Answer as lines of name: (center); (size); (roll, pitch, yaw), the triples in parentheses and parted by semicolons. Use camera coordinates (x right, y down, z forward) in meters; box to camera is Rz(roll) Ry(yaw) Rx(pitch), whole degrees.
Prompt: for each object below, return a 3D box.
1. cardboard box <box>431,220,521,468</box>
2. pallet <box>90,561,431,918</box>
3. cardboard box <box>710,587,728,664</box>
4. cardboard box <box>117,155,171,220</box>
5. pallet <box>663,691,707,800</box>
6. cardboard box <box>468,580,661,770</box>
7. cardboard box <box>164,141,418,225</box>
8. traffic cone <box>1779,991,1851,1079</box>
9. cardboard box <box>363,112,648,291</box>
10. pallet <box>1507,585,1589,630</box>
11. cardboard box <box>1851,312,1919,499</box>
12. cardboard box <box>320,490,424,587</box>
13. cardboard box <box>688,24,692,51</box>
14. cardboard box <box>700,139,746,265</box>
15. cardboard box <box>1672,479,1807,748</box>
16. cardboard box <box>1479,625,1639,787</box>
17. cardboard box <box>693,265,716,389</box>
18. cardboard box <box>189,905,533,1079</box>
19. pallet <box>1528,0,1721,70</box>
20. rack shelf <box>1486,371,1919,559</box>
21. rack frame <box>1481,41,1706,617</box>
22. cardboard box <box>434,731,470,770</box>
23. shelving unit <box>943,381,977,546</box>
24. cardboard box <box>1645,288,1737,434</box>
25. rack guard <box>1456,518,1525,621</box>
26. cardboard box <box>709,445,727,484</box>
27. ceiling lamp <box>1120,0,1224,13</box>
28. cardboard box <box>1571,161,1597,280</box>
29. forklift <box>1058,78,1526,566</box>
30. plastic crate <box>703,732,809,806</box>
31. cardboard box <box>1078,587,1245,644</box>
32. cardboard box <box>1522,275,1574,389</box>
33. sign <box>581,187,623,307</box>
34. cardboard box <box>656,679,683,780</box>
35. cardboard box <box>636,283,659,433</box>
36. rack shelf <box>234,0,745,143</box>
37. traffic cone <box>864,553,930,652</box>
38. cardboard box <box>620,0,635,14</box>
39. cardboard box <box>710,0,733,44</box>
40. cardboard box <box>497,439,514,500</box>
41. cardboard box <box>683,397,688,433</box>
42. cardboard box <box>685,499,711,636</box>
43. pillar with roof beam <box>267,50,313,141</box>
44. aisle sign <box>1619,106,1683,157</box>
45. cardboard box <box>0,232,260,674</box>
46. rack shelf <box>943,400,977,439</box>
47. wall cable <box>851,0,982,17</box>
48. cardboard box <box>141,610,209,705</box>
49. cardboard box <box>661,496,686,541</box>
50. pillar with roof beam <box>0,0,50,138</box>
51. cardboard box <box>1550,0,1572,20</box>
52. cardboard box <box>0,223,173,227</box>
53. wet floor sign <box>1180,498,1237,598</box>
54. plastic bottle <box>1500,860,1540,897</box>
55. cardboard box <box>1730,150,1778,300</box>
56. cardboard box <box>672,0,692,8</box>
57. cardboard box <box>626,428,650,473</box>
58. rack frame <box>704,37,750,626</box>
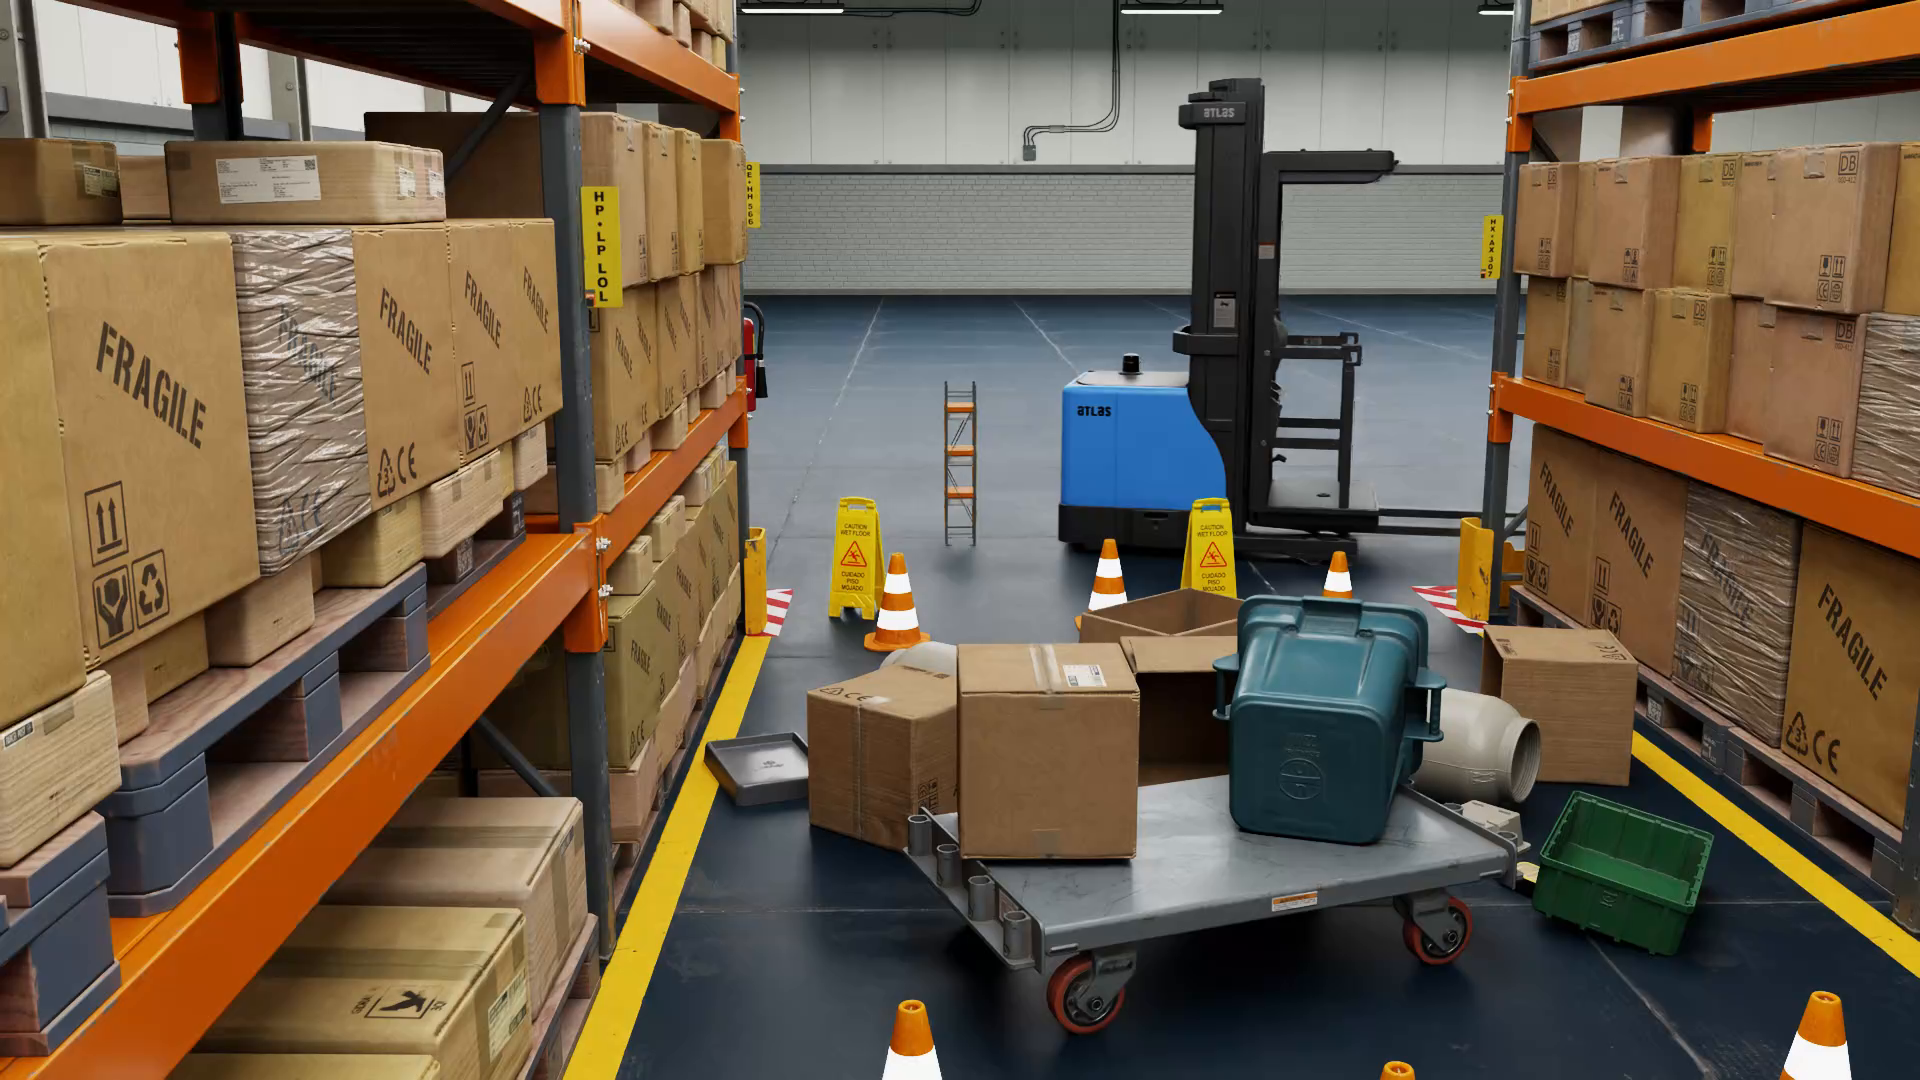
cardboard box: (-1.284, -0.442, 3.638); (0.500, 0.500, 0.500); (0, 11, -1)
pallet: (-1.534, 0.265, 2.691); (1.003, 0.211, 1.213); (0, 11, -1)
cardboard box: (-1.329, 0.378, 7.509); (0.500, 0.250, 0.500); (0, 11, -1)
cardboard box: (-1.879, -0.854, 4.039); (0.380, 0.149, 0.250); (0, 11, -1)
pallet: (-1.612, 0.759, 6.786); (1.003, 0.211, 1.213); (0, 11, -1)
cardboard box: (-1.277, 0.425, 5.393); (0.500, 0.500, 0.500); (0, 11, 2)
cardboard box: (-1.243, -0.667, 3.116); (0.380, 0.149, 0.250); (-1, 11, -4)
traffic cone: (1.930, 1.245, 3.760); (0.336, 0.463, 0.334); (0, 11, -1)
cardboard box: (-1.327, -1.004, 4.949); (0.700, 0.500, 0.500); (0, 11, -2)
pallet: (3.424, 0.459, 8.267); (1.003, 0.211, 1.213); (0, 11, -1)
cardboard box: (3.392, -0.418, 5.198); (0.875, 0.550, 0.550); (0, 11, -1)
cardboard box: (-1.242, -0.010, 3.138); (0.380, 0.149, 0.250); (0, 11, -1)
cardboard box: (-1.330, -2.101, 6.958); (0.380, 0.149, 0.250); (0, 11, -2)
cardboard box: (-1.272, -1.409, 6.943); (0.700, 0.500, 0.500); (0, 11, -2)
cardboard box: (3.447, 0.260, 6.522); (0.875, 0.875, 0.875); (0, 11, -1)
cardboard box: (2.354, 0.648, 6.601); (0.500, 0.500, 0.500); (2, 12, 9)
cardboard box: (-1.318, -0.915, 7.025); (0.500, 0.500, 0.500); (0, 11, -1)
cardboard box: (-1.503, 1.098, 3.654); (0.950, 0.372, 0.625); (0, 11, 2)
pallet: (3.355, -2.346, 7.755); (1.003, 0.211, 1.213); (0, 11, -1)
rack shelf: (3.371, -0.316, 6.883); (1.077, 0.370, 4.000); (0, 11, -1)
rack frame: (3.329, -1.066, 8.771); (1.000, 3.000, 0.127); (0, 11, -1)
cardboard box: (-1.815, 0.427, 5.384); (0.500, 0.500, 0.500); (0, 11, -2)
shelving unit: (0.001, -0.504, 10.902); (0.215, 1.050, 0.252); (0, 11, -1)
cardboard box: (3.354, -0.740, 6.786); (0.875, 0.550, 0.500); (0, 11, -1)
rack guard: (3.329, 0.154, 9.043); (1.175, 0.500, 0.348); (0, 11, -1)
cardboard box: (-1.265, -0.339, 7.527); (0.380, 0.149, 0.250); (0, 11, 0)
ceiling lamp: (4.130, -11.909, 32.445); (2.000, 3.185, 0.800); (0, 11, -1)
cardboard box: (3.402, -1.486, 7.748); (0.875, 0.550, 0.550); (0, 11, -1)
forklift: (2.205, -1.390, 10.537); (3.031, 2.935, 1.130); (2, 12, 12)
plastic crate: (-0.747, 0.885, 6.498); (0.402, 0.080, 0.583); (-4, 12, -21)
cardboard box: (0.950, 0.536, 7.151); (0.797, 0.503, 0.637); (-10, 15, -40)
cardboard box: (3.382, -1.066, 8.394); (0.875, 0.550, 0.550); (0, 11, -1)
sign: (-0.980, -0.801, 4.552); (0.100, 0.325, 0.005); (0, 11, -1)
cardboard box: (-1.299, 0.686, 5.991); (0.500, 0.250, 0.500); (0, 11, 2)
cardboard box: (-1.299, -0.614, 5.541); (0.500, 0.500, 0.500); (0, 11, -1)
rack shelf: (-1.576, -1.746, 6.386); (1.077, 0.370, 4.000); (0, 11, -1)
traffic cone: (-0.319, 0.297, 8.429); (0.336, 0.463, 0.334); (0, 11, -1)
cardboard box: (-1.321, -1.845, 5.696); (0.380, 0.149, 0.250); (-1, 11, -3)
cardboard box: (-1.337, -2.468, 7.763); (0.500, 0.250, 0.500); (0, 11, -2)
cardboard box: (-1.260, -0.160, 3.879); (0.380, 0.149, 0.250); (-1, 11, -3)
cardboard box: (-1.271, -0.476, 6.493); (0.380, 0.149, 0.250); (0, 11, -1)
cardboard box: (-1.323, 0.110, 6.944); (0.500, 0.500, 0.500); (-1, 11, -2)
pillar with roof beam: (-3.411, -6.206, 19.016); (9.100, 9.000, 0.400); (0, 11, -1)
aisle sign: (3.628, -2.356, 8.588); (0.394, 0.787, 0.004); (0, 11, -1)
cardboard box: (-1.266, -0.136, 2.128); (0.500, 0.500, 0.500); (0, 11, 0)
rack shelf: (0.001, -0.772, 10.848); (0.215, 0.259, 0.240); (0, 11, -1)
wall cable: (-1.027, -13.564, 38.951); (3.097, 2.526, 0.112); (0, 11, -1)
cardboard box: (-1.318, 0.147, 2.366); (0.380, 0.149, 0.250); (0, 11, 1)
cardboard box: (-1.241, -0.074, 6.220); (0.380, 0.149, 0.250); (0, 11, 2)
pillar with roof beam: (-3.287, -5.013, 13.137); (9.100, 9.000, 0.400); (0, 11, -1)
cardboard box: (3.022, -2.548, 7.854); (0.380, 0.149, 0.250); (0, 11, -1)
cardboard box: (-1.804, -0.339, 3.131); (0.500, 0.500, 0.500); (0, 11, -1)
wet floor sign: (1.349, 0.090, 8.994); (0.267, 0.644, 0.232); (-2, 12, -11)
plastic bottle: (1.897, 1.120, 5.384); (0.133, 0.061, 0.283); (-7, 13, -30)
cardboard box: (3.438, -1.164, 6.160); (0.875, 0.550, 0.550); (0, 11, -1)
cardboard box: (-1.300, -2.164, 6.267); (0.500, 0.250, 0.500); (0, 11, -1)
cardboard box: (-1.284, -0.324, 5.742); (0.380, 0.149, 0.250); (0, 11, 1)
rack frame: (-1.617, -1.026, 8.572); (1.000, 3.000, 0.127); (0, 11, -1)
